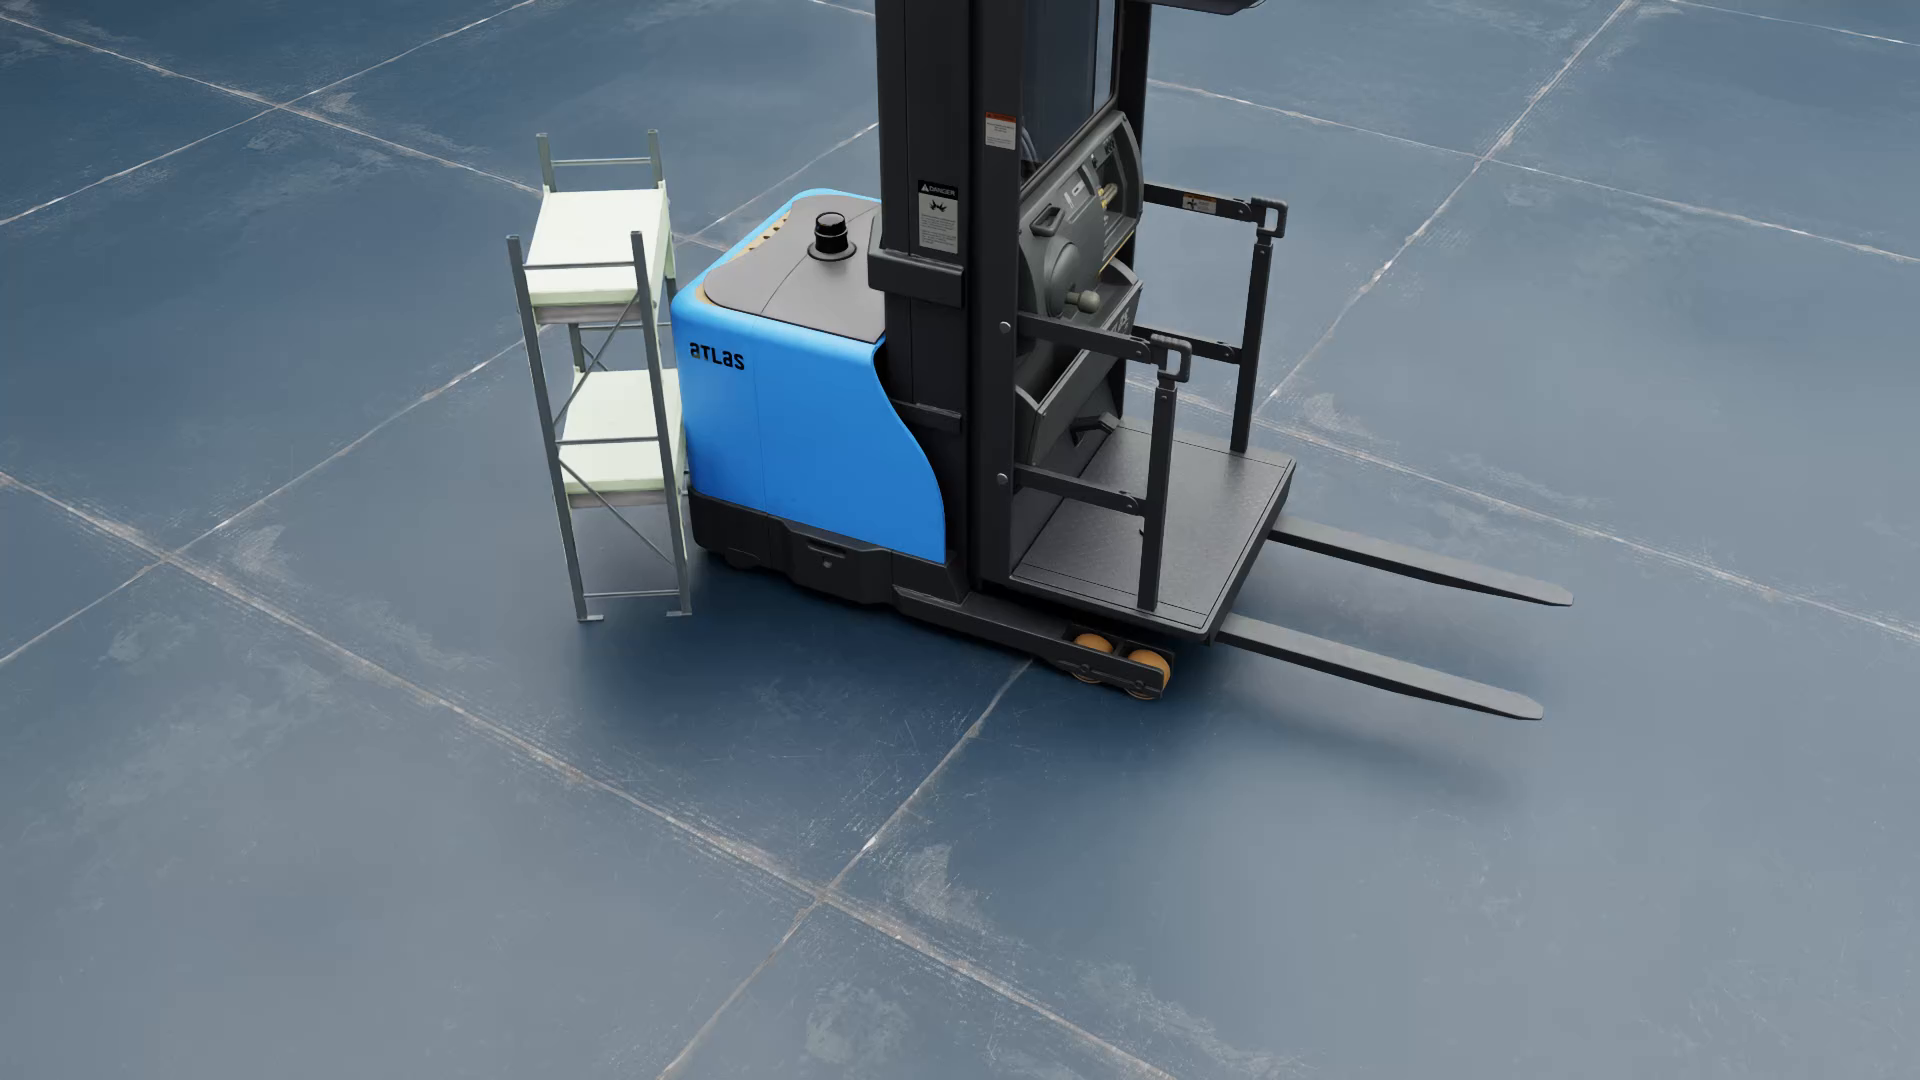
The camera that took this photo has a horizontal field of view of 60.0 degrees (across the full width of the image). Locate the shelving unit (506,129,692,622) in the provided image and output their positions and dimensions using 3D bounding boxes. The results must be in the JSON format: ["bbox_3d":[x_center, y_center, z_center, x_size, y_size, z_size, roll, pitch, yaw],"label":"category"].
[{"bbox_3d":[-1.182,-0.544,5.726,0.431,1.500,0.755,-3,38,-3],"label":"shelving unit"}]

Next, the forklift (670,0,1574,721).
[{"bbox_3d":[0.571,-0.999,5.146,3.031,2.935,1.130,16,40,19],"label":"forklift"}]

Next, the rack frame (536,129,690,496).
[{"bbox_3d":[-1.211,-0.767,6.015,0.400,1.500,0.023,-3,38,-3],"label":"rack frame"}]

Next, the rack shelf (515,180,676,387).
[{"bbox_3d":[-1.183,-0.853,5.488,0.431,0.370,0.720,-3,38,-3],"label":"rack shelf"}]

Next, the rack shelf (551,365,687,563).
[{"bbox_3d":[-1.181,-0.286,5.925,0.431,0.370,0.720,-3,38,-3],"label":"rack shelf"}]

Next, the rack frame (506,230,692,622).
[{"bbox_3d":[-1.153,-0.321,5.437,0.400,1.500,0.023,-3,38,-3],"label":"rack frame"}]
